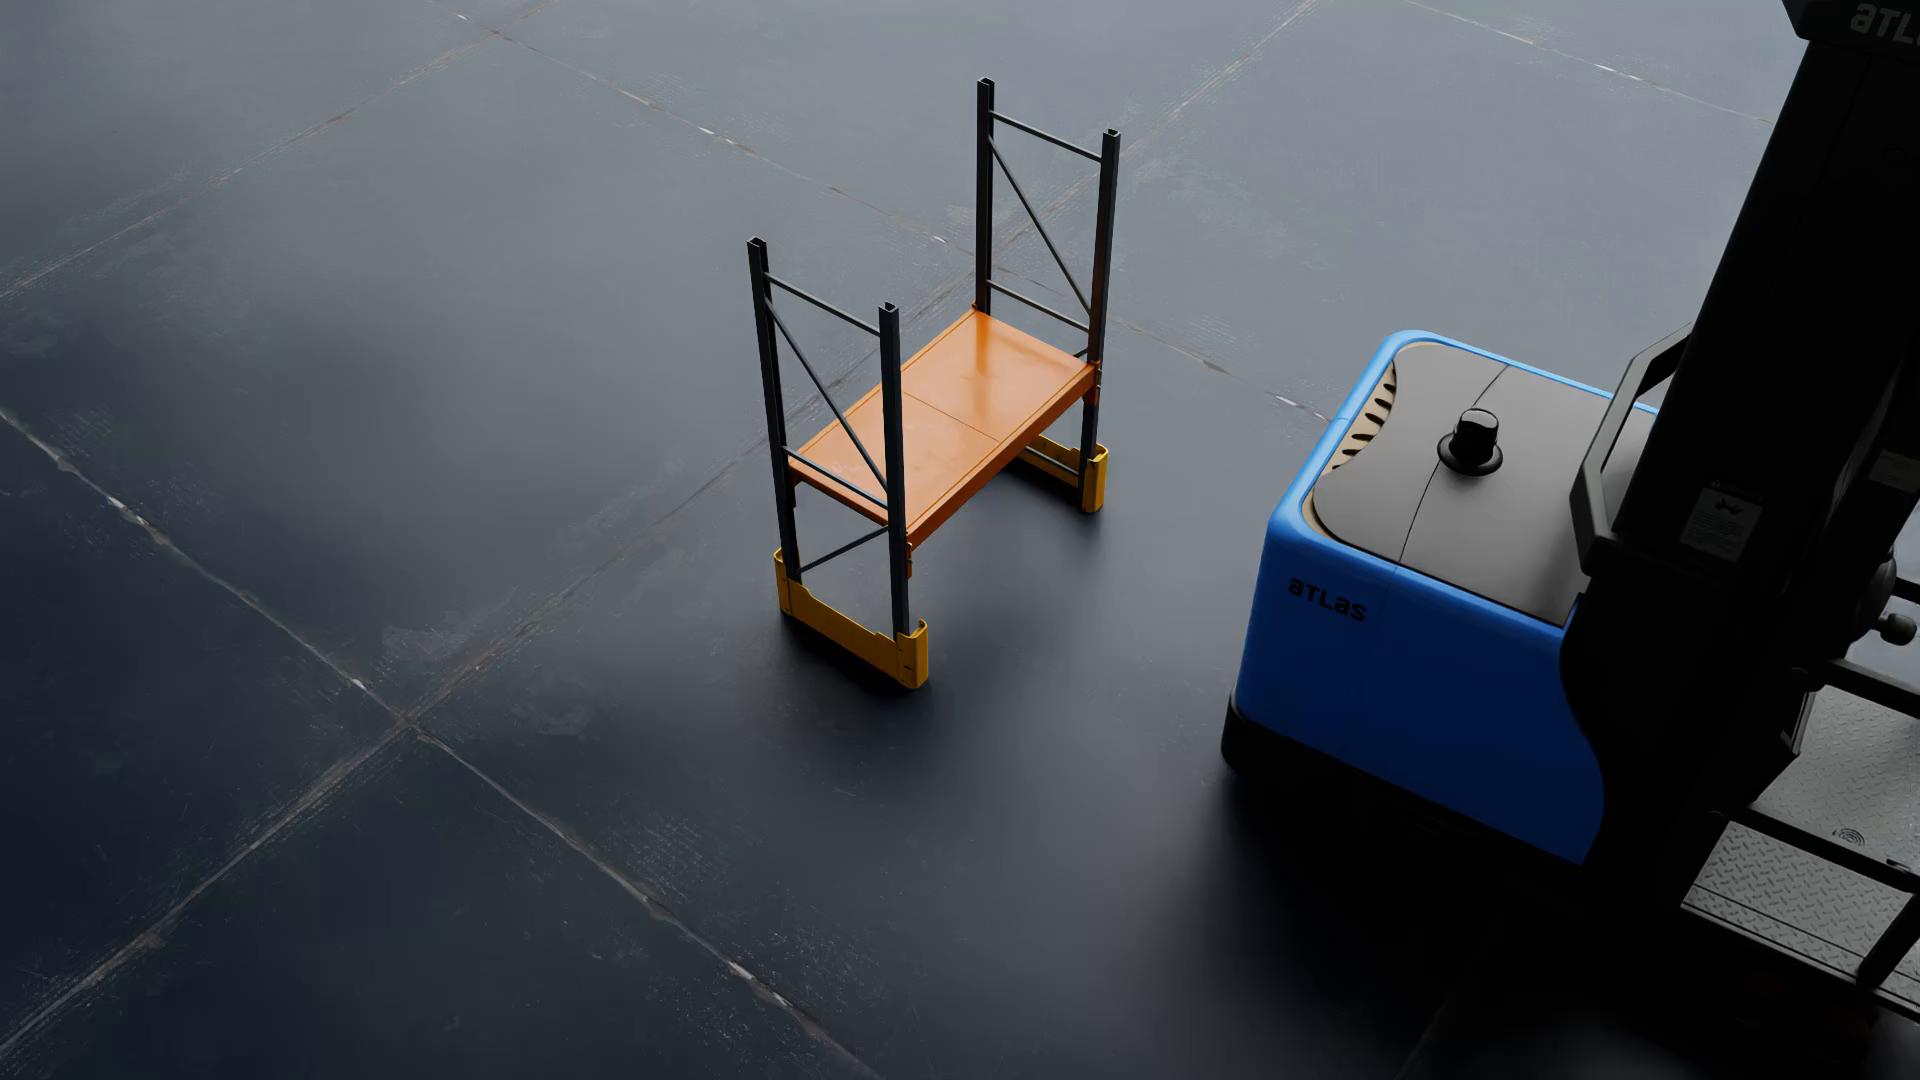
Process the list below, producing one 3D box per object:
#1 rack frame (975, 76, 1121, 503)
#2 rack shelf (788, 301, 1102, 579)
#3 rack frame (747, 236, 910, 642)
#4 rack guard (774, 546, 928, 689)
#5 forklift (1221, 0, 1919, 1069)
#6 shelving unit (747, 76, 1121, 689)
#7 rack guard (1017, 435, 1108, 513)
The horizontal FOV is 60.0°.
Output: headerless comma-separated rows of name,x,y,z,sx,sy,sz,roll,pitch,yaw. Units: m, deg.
rack frame,0.259,-0.760,5.439,0.500,1.500,0.032,29,53,25
rack shelf,-0.052,-0.345,5.291,0.538,0.185,1.000,29,53,25
rack frame,-0.363,-0.178,4.883,0.500,1.500,0.032,29,53,25
rack guard,-0.351,0.242,5.346,0.587,0.250,0.087,29,53,25
forklift,2.323,-0.070,3.790,3.031,2.935,1.130,23,51,21
shelving unit,-0.047,-0.474,5.166,0.587,1.500,1.083,29,53,25
rack guard,0.258,-0.328,5.890,0.587,0.250,0.087,29,53,25
